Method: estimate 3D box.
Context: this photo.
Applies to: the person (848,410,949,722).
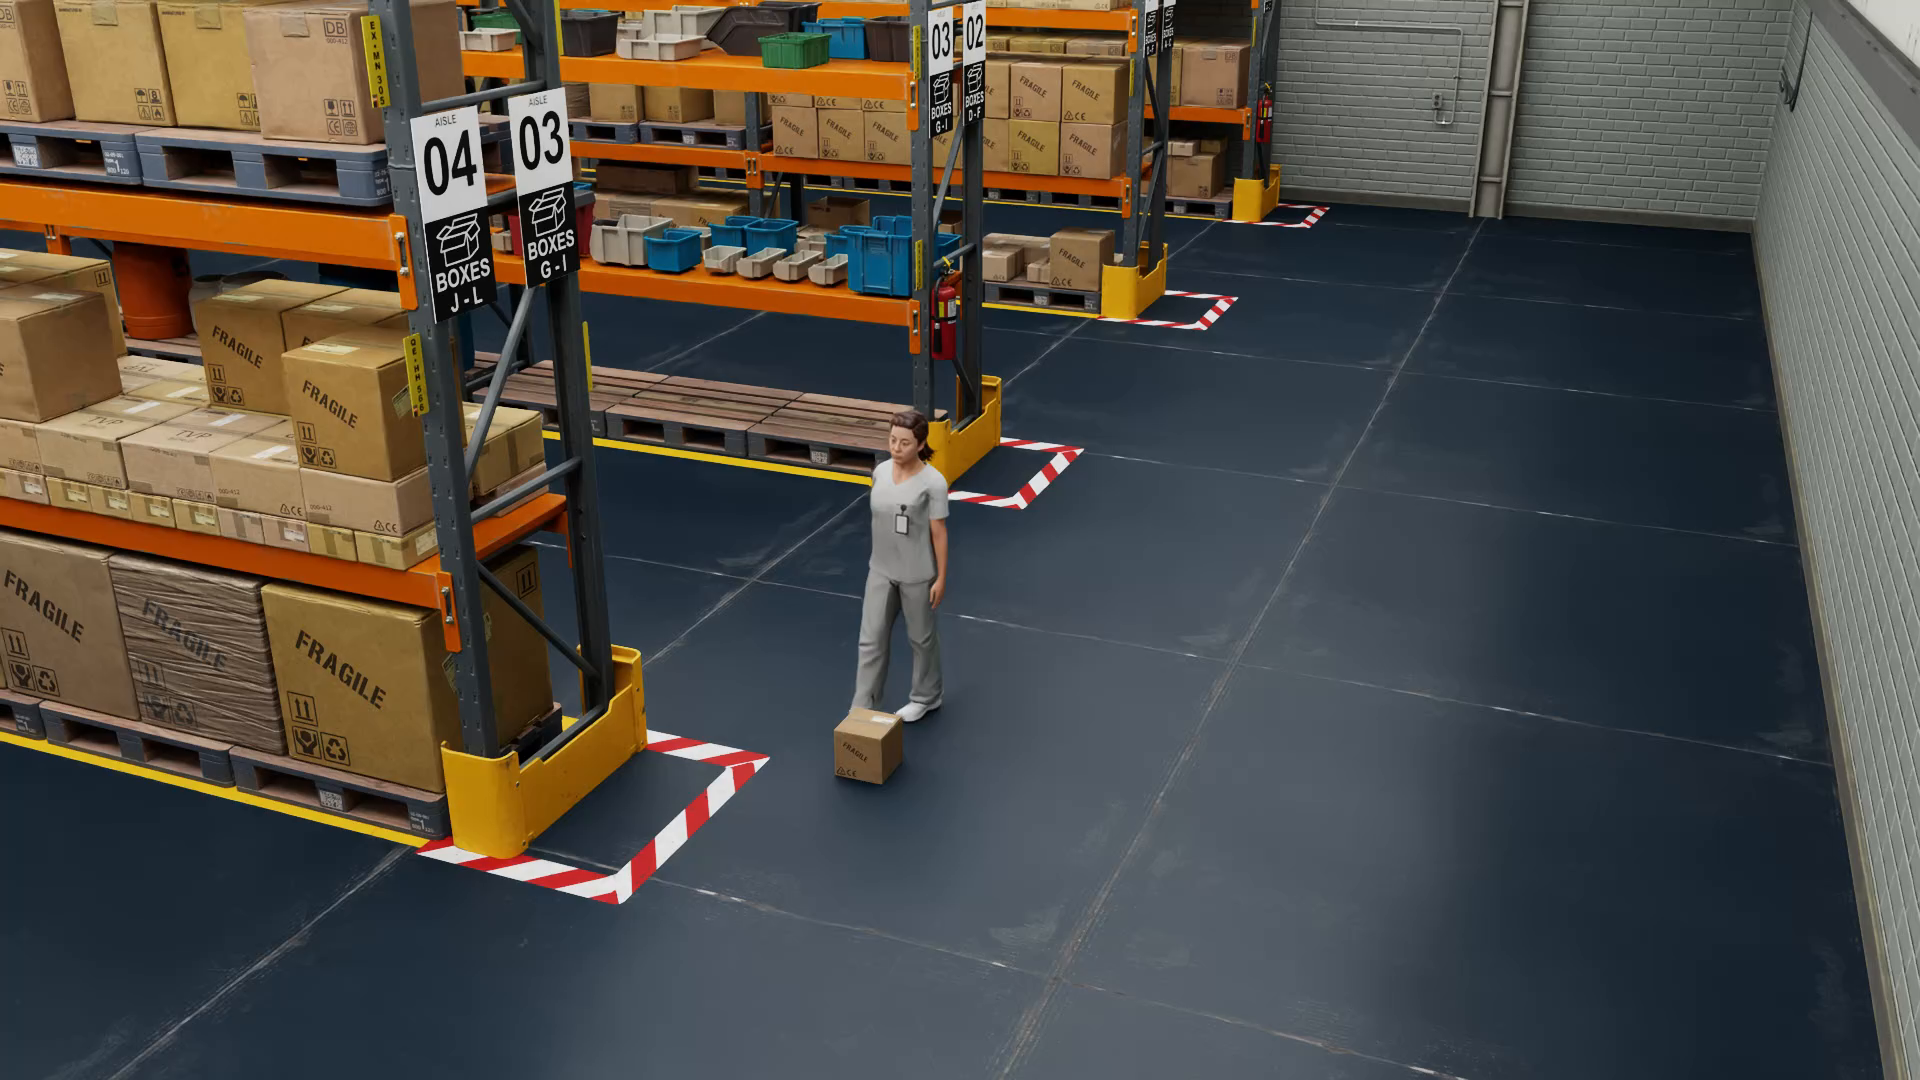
[{"bbox_3d":[-0.321,0.198,8.113,0.453,1.657,0.716,12,25,27],"label":"person"}]
